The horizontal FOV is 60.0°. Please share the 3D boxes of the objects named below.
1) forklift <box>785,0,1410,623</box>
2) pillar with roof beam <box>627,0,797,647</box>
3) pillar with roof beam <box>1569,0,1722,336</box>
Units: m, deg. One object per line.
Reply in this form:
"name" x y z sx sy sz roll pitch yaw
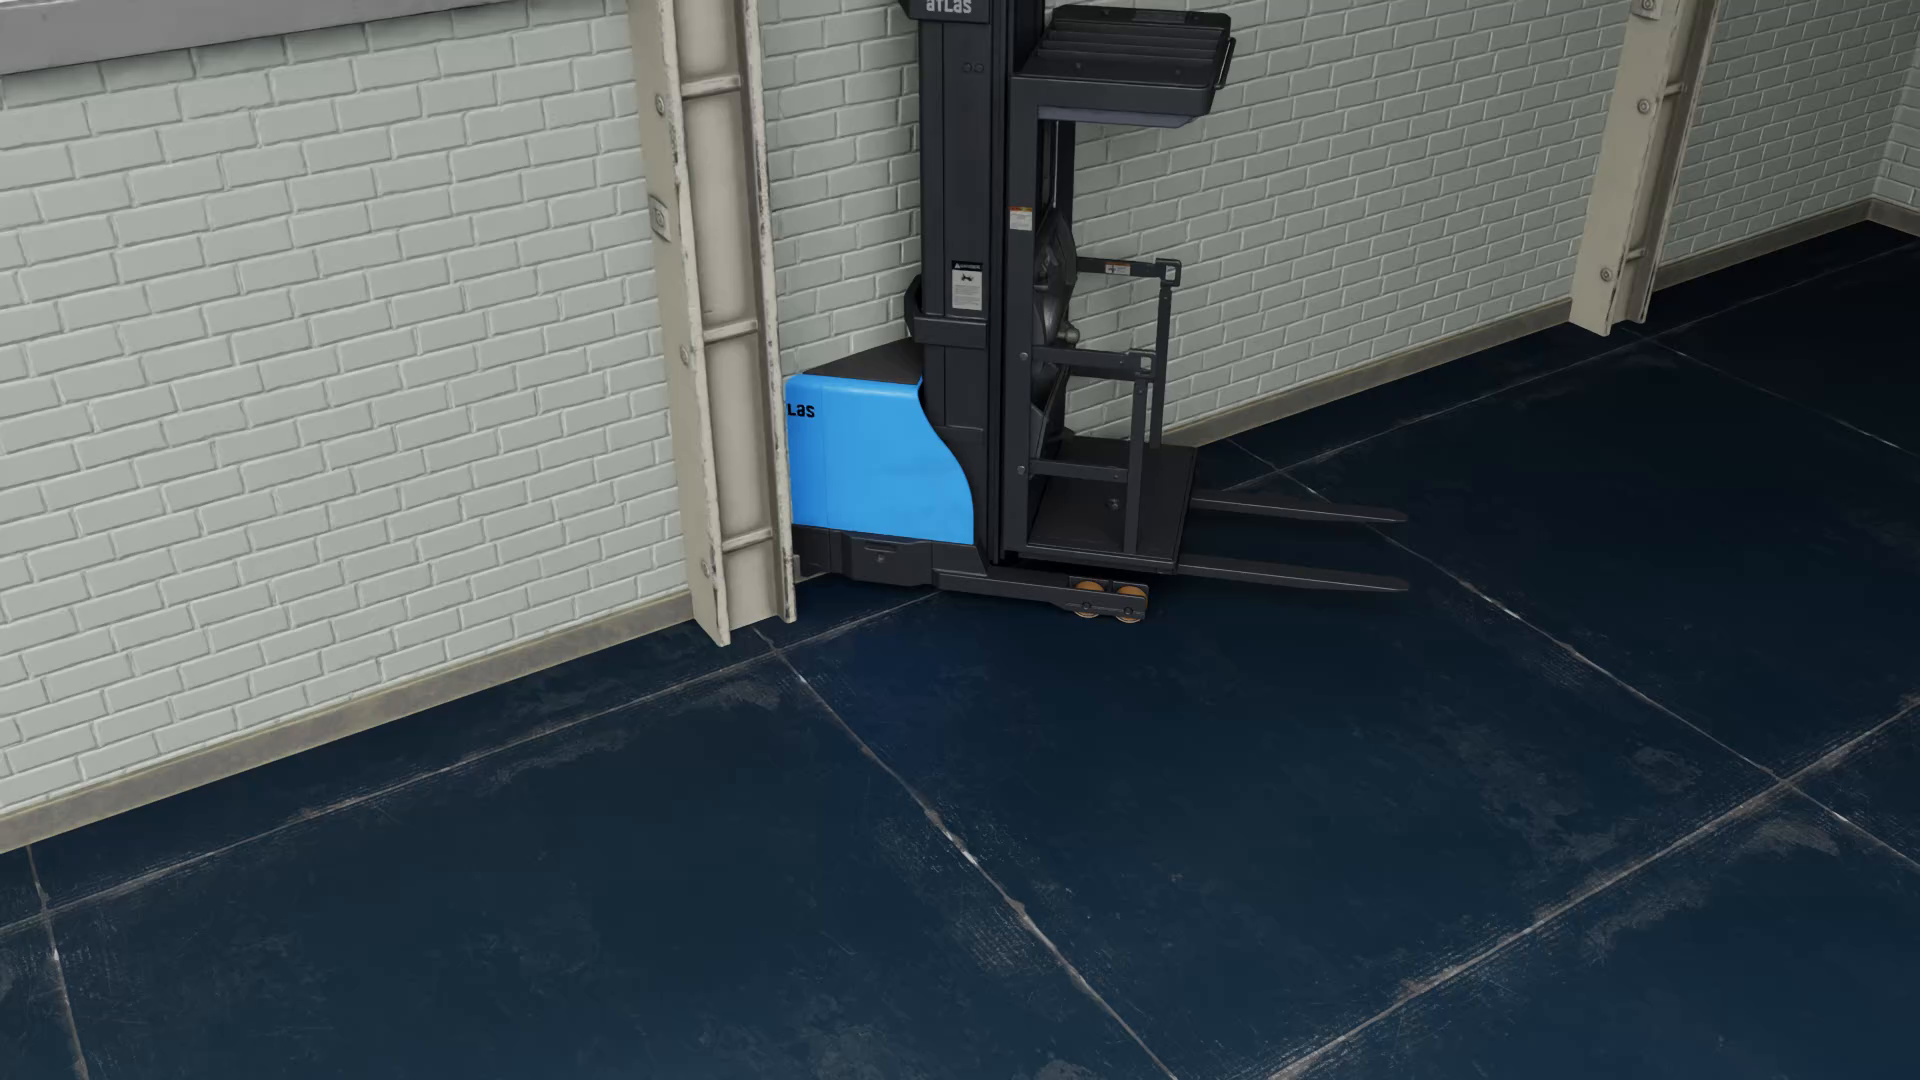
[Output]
"forklift" 0.610 -1.170 7.357 3.031 2.935 1.130 7 33 10
"pillar with roof beam" 1.335 -1.519 2.224 0.400 9.000 9.100 -19 37 -27
"pillar with roof beam" 6.378 -3.254 4.973 0.400 9.000 9.100 -19 37 -27
